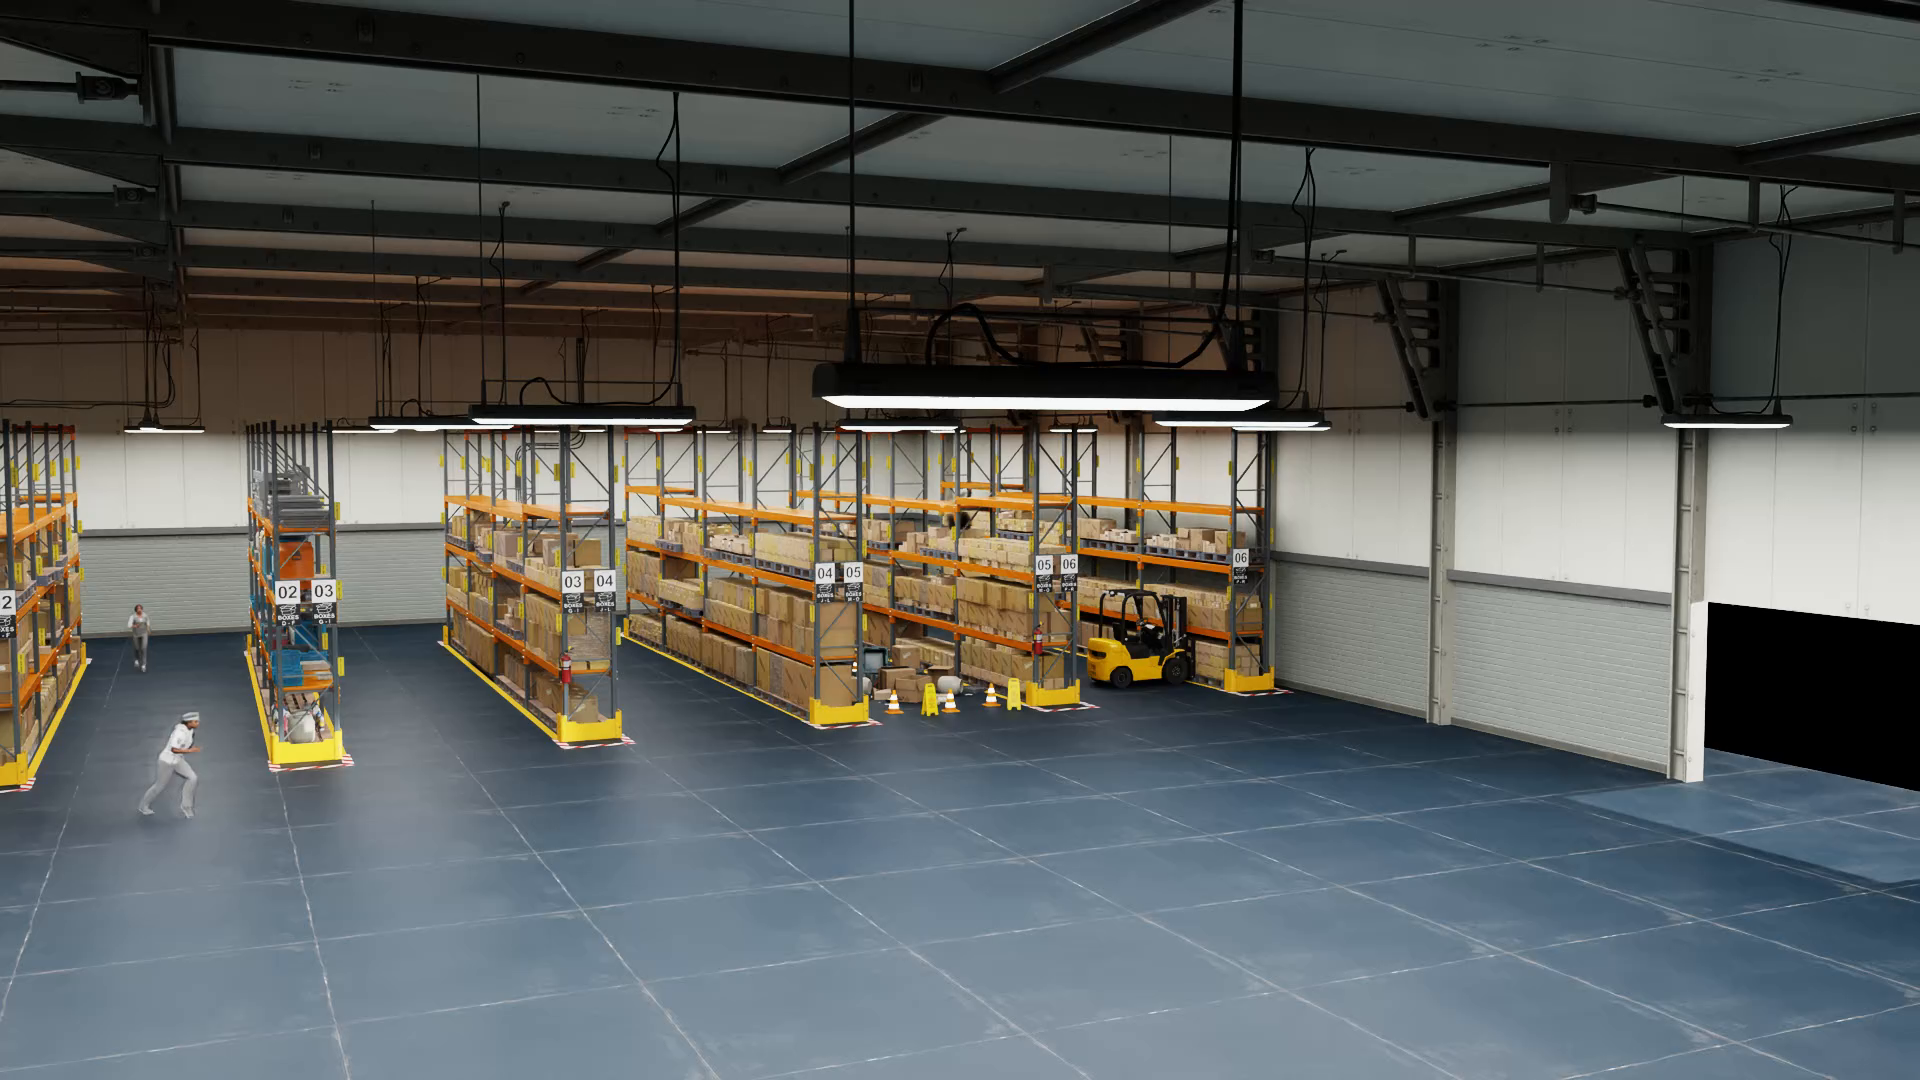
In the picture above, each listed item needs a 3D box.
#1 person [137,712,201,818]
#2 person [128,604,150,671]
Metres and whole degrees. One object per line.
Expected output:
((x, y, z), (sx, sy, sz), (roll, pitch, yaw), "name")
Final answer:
((-11.862, 3.401, 24.978), (0.968, 1.642, 0.605), (0, 4, -2), "person")
((-20.035, 2.361, 40.593), (0.513, 1.609, 0.861), (-2, 4, -33), "person")
